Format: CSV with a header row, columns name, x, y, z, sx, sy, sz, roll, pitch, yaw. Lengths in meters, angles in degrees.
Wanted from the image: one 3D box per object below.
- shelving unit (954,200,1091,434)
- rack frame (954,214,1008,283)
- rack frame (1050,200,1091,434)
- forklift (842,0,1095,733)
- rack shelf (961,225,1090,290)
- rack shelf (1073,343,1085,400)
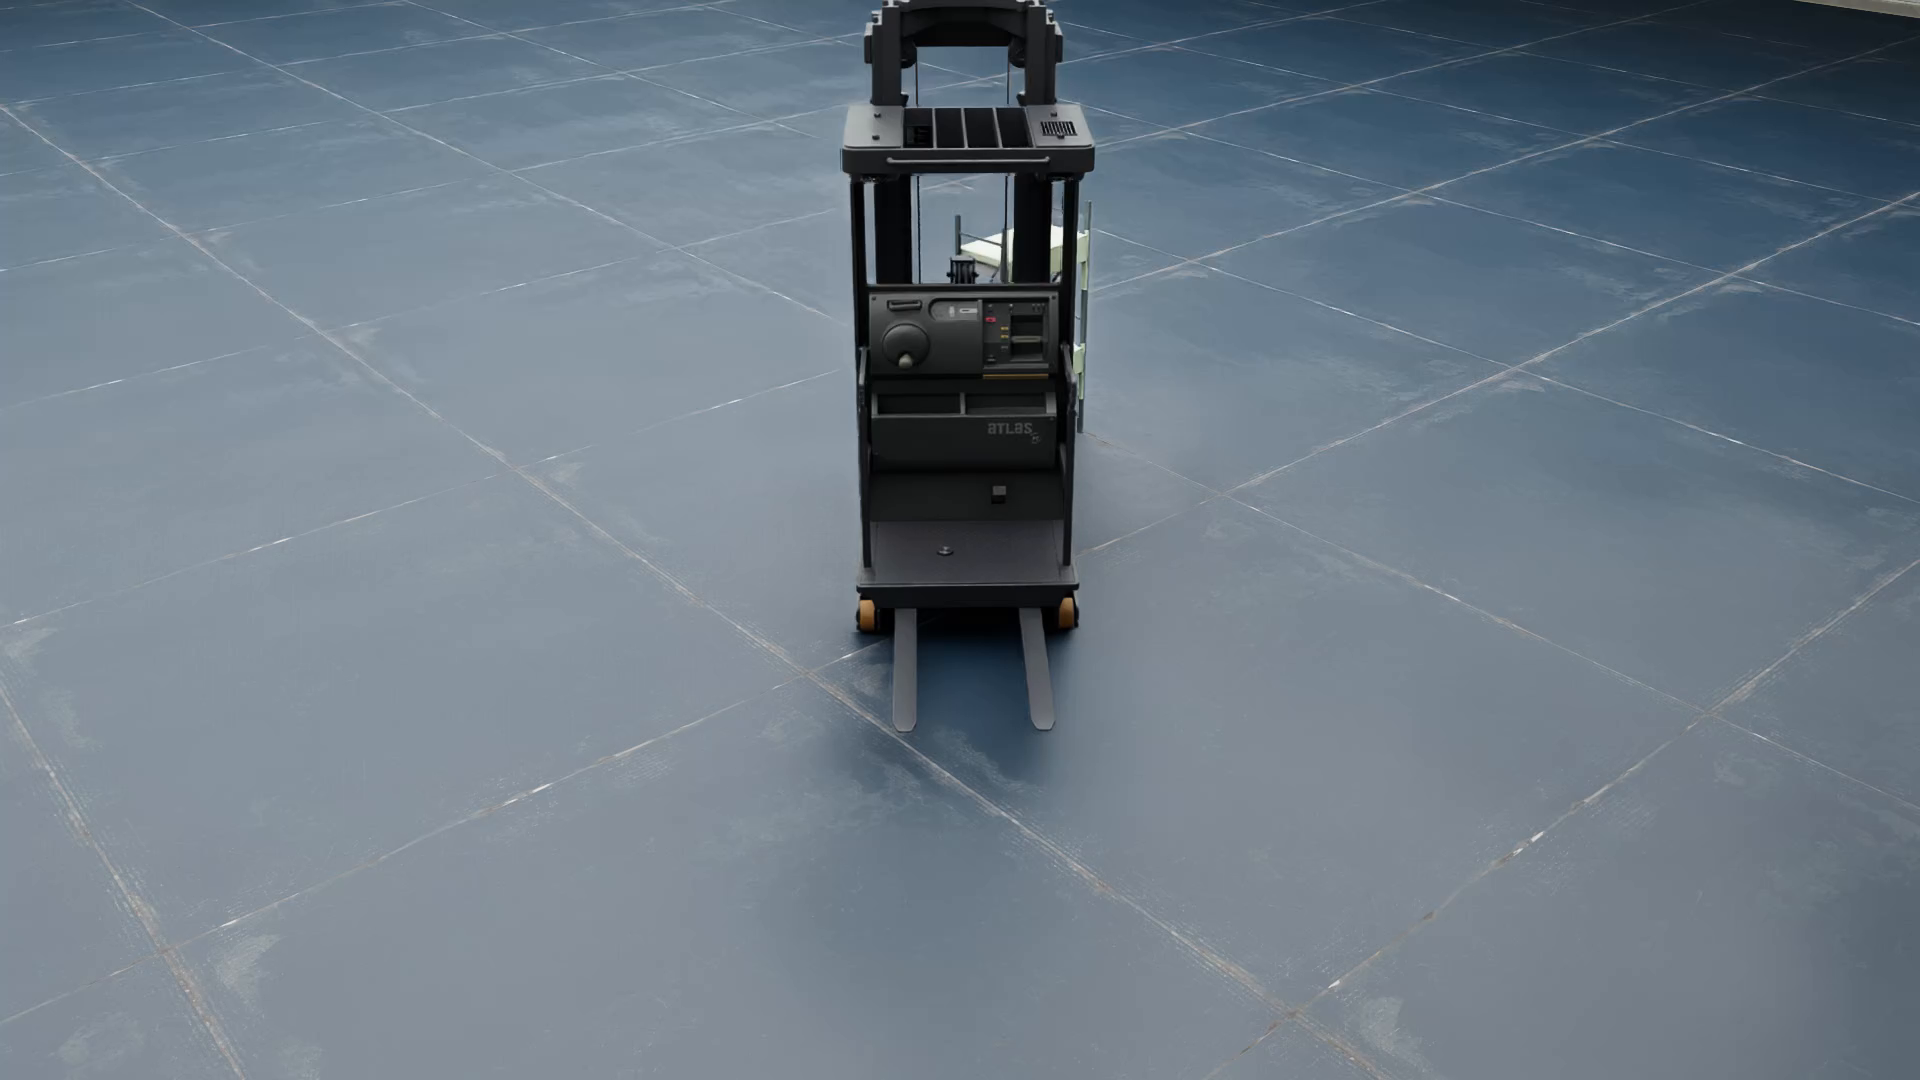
name,x,y,z,sx,sy,sz,roll,pitch,yaw
shelving unit,0.370,-1.276,10.046,0.431,1.500,0.755,24,37,38
rack frame,0.116,-1.152,9.814,0.400,1.500,0.023,24,37,38
rack frame,0.625,-1.400,10.278,0.400,1.500,0.023,24,37,38
forklift,0.027,-0.981,7.975,1.130,2.935,3.031,-1,28,-1
rack shelf,0.370,-1.620,9.862,0.431,0.370,0.720,24,37,38
rack shelf,0.370,-0.988,10.200,0.431,0.370,0.720,24,37,38
